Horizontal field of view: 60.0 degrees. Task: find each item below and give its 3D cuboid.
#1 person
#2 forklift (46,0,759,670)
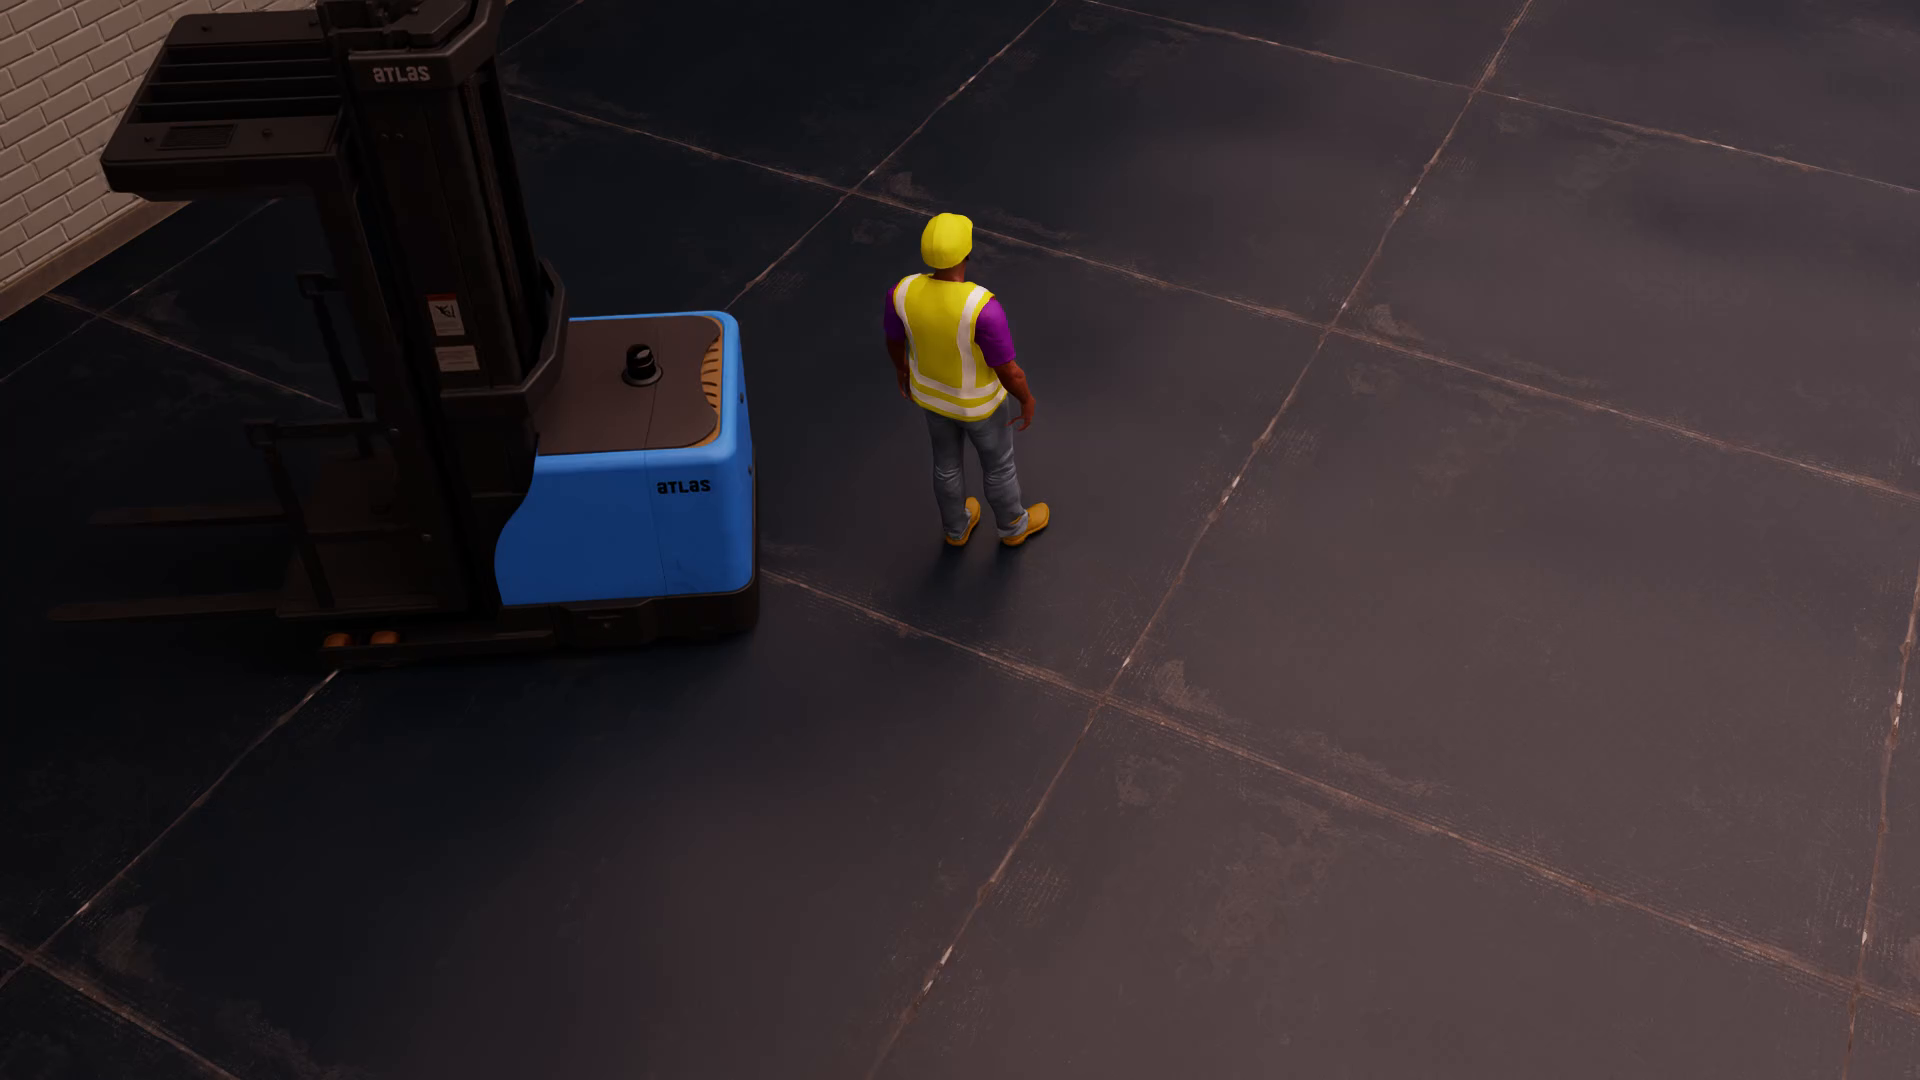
[{"bbox_3d":[0.037,-0.689,7.225,0.665,1.769,0.574,20,47,20],"label":"person"},{"bbox_3d":[-2.432,-0.884,6.593,3.031,2.935,1.130,-3,43,-4],"label":"forklift"}]
